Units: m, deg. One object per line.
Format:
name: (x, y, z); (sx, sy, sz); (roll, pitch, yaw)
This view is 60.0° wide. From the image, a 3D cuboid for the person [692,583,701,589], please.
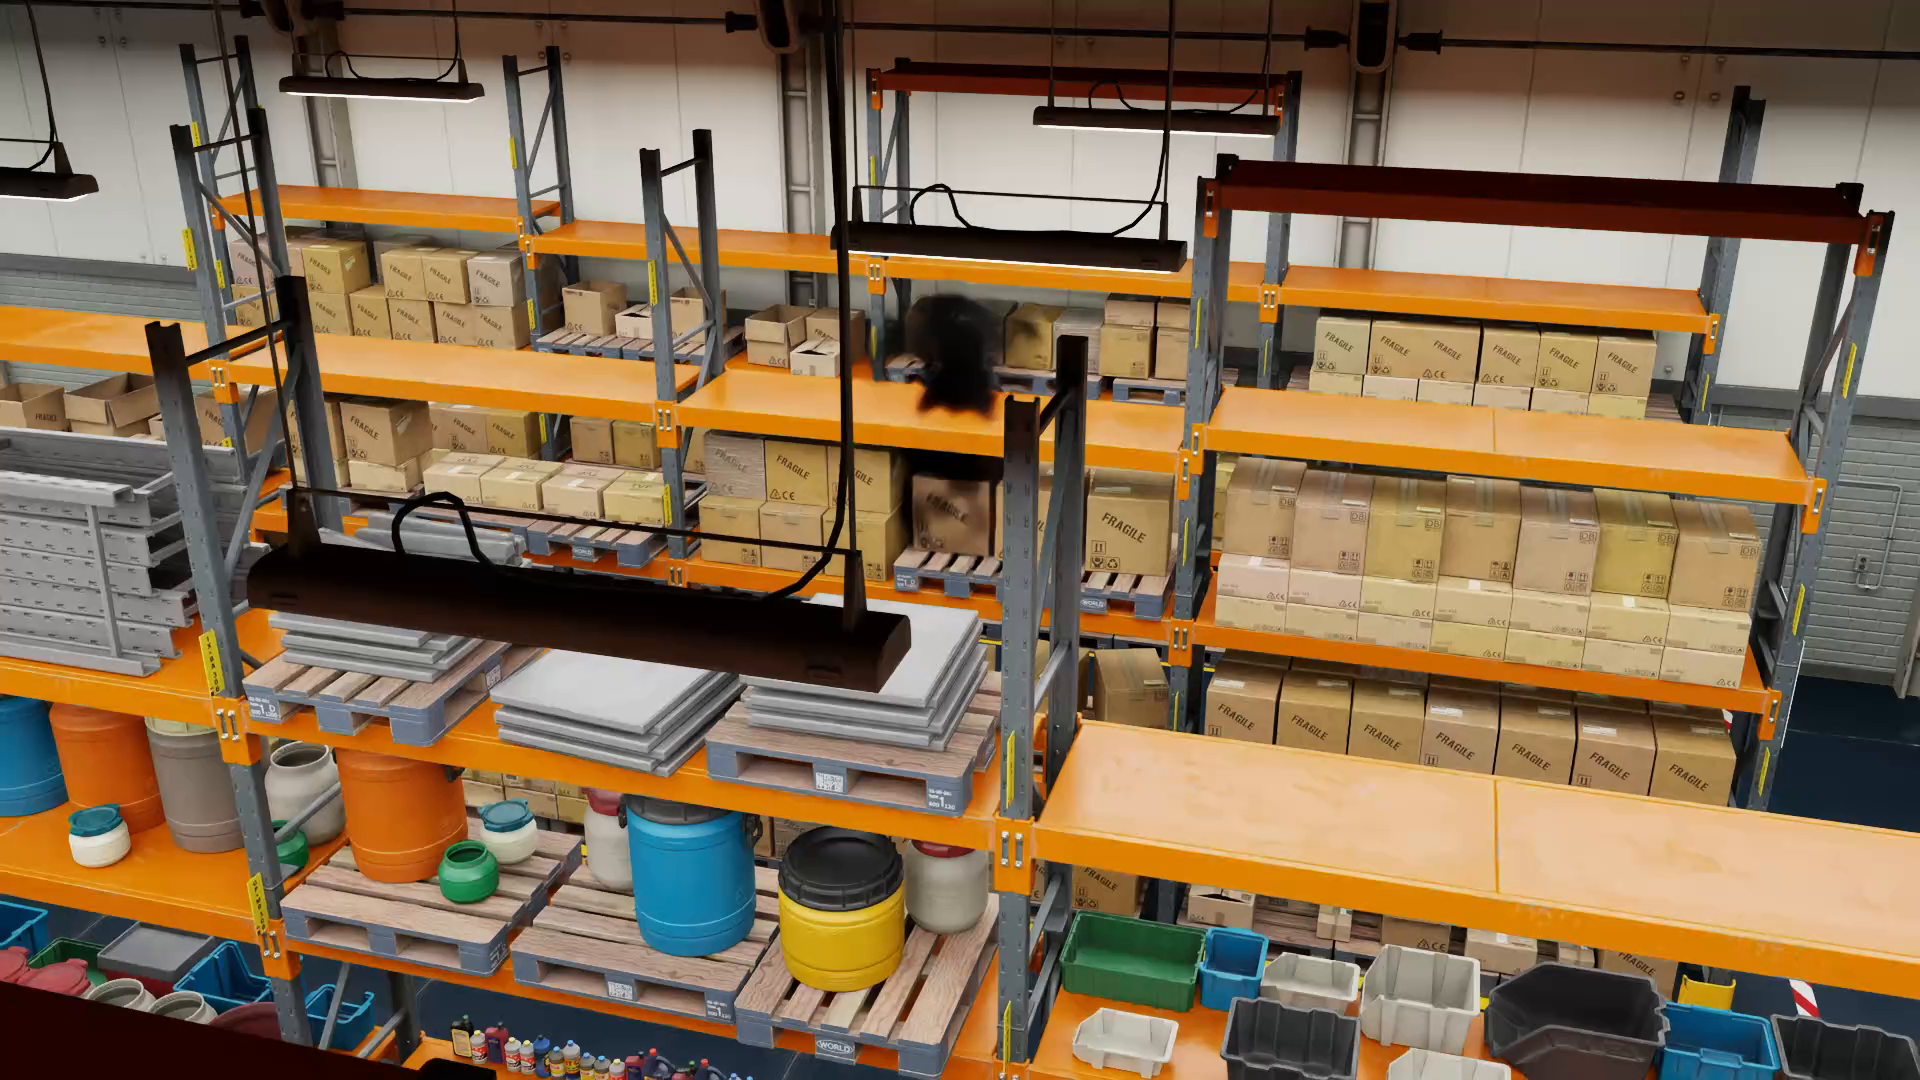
person: (-2.476, 1.032, 16.058); (0.805, 1.763, 0.710); (3, 23, 8)
